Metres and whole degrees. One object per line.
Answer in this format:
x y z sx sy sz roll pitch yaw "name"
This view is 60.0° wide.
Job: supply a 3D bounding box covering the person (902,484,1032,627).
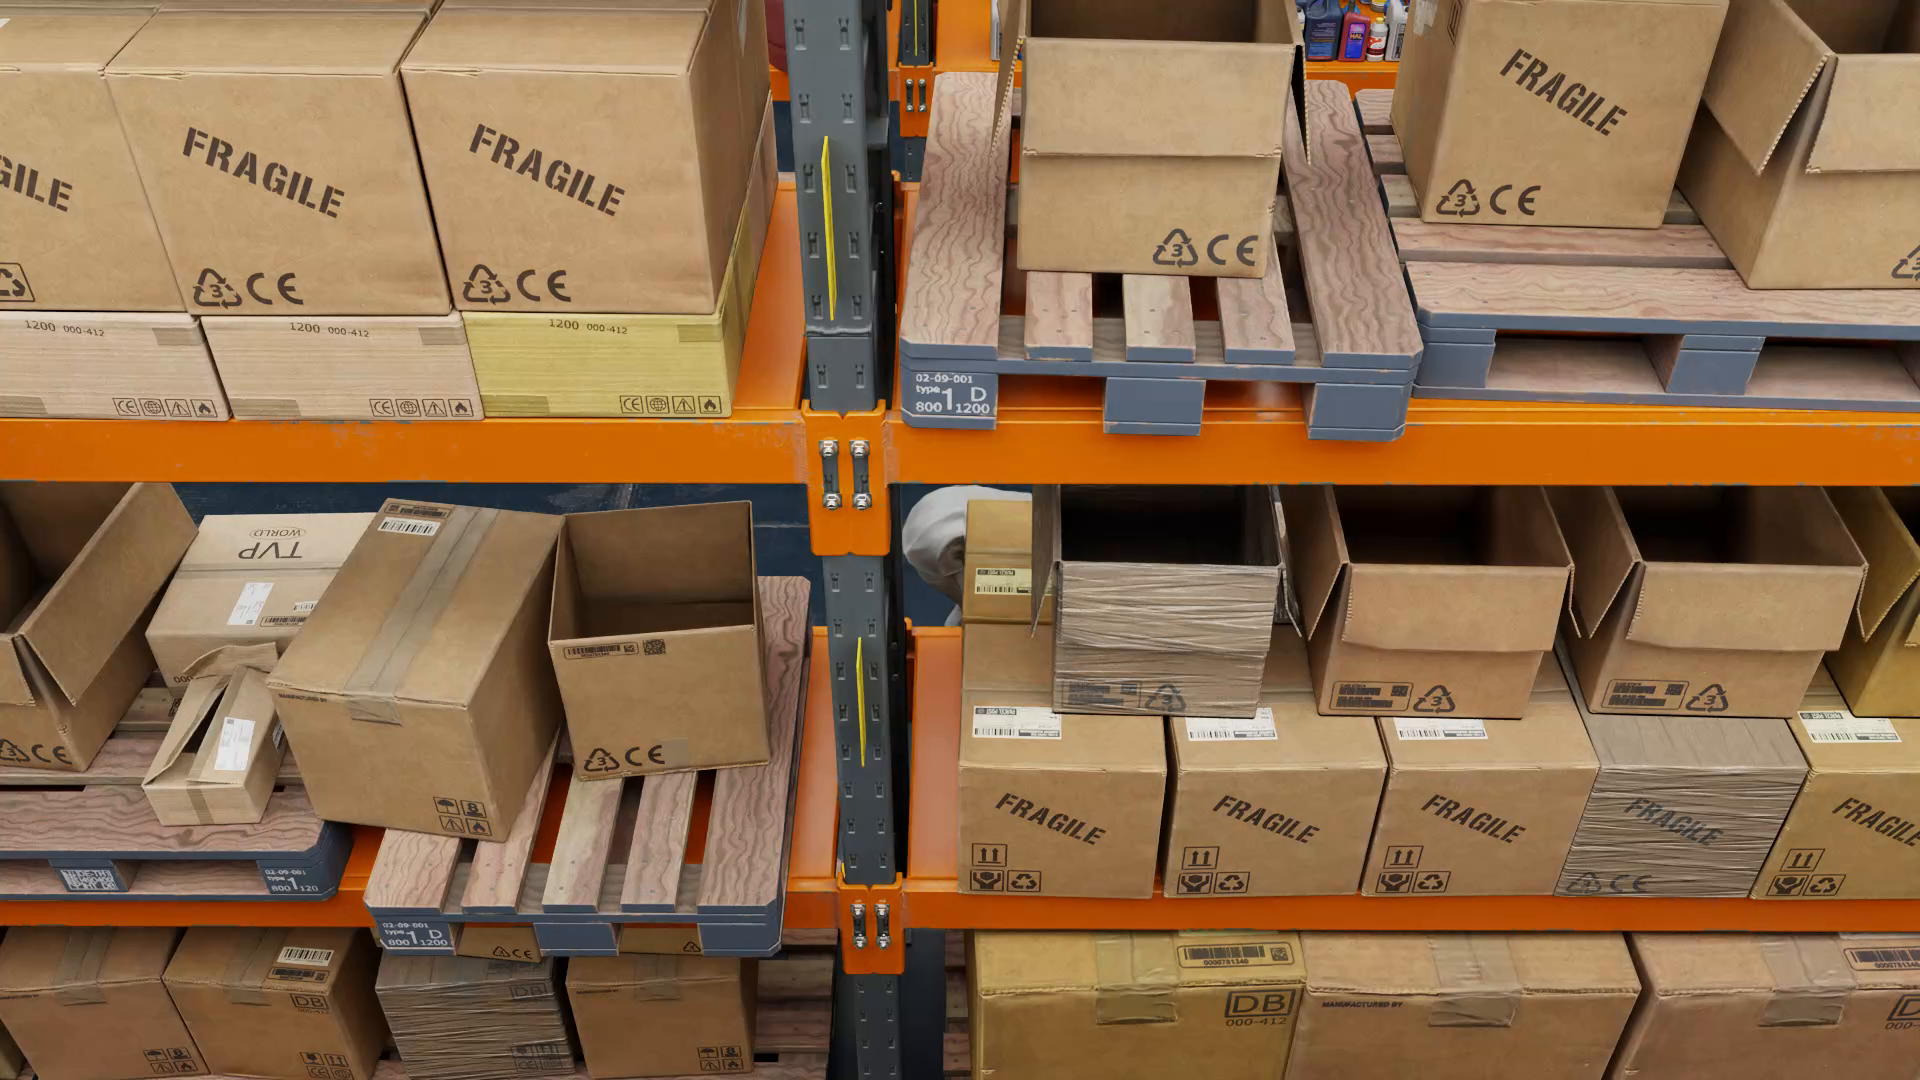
0.217 0.201 6.420 0.868 0.960 0.409 -2 40 -2 "person"
